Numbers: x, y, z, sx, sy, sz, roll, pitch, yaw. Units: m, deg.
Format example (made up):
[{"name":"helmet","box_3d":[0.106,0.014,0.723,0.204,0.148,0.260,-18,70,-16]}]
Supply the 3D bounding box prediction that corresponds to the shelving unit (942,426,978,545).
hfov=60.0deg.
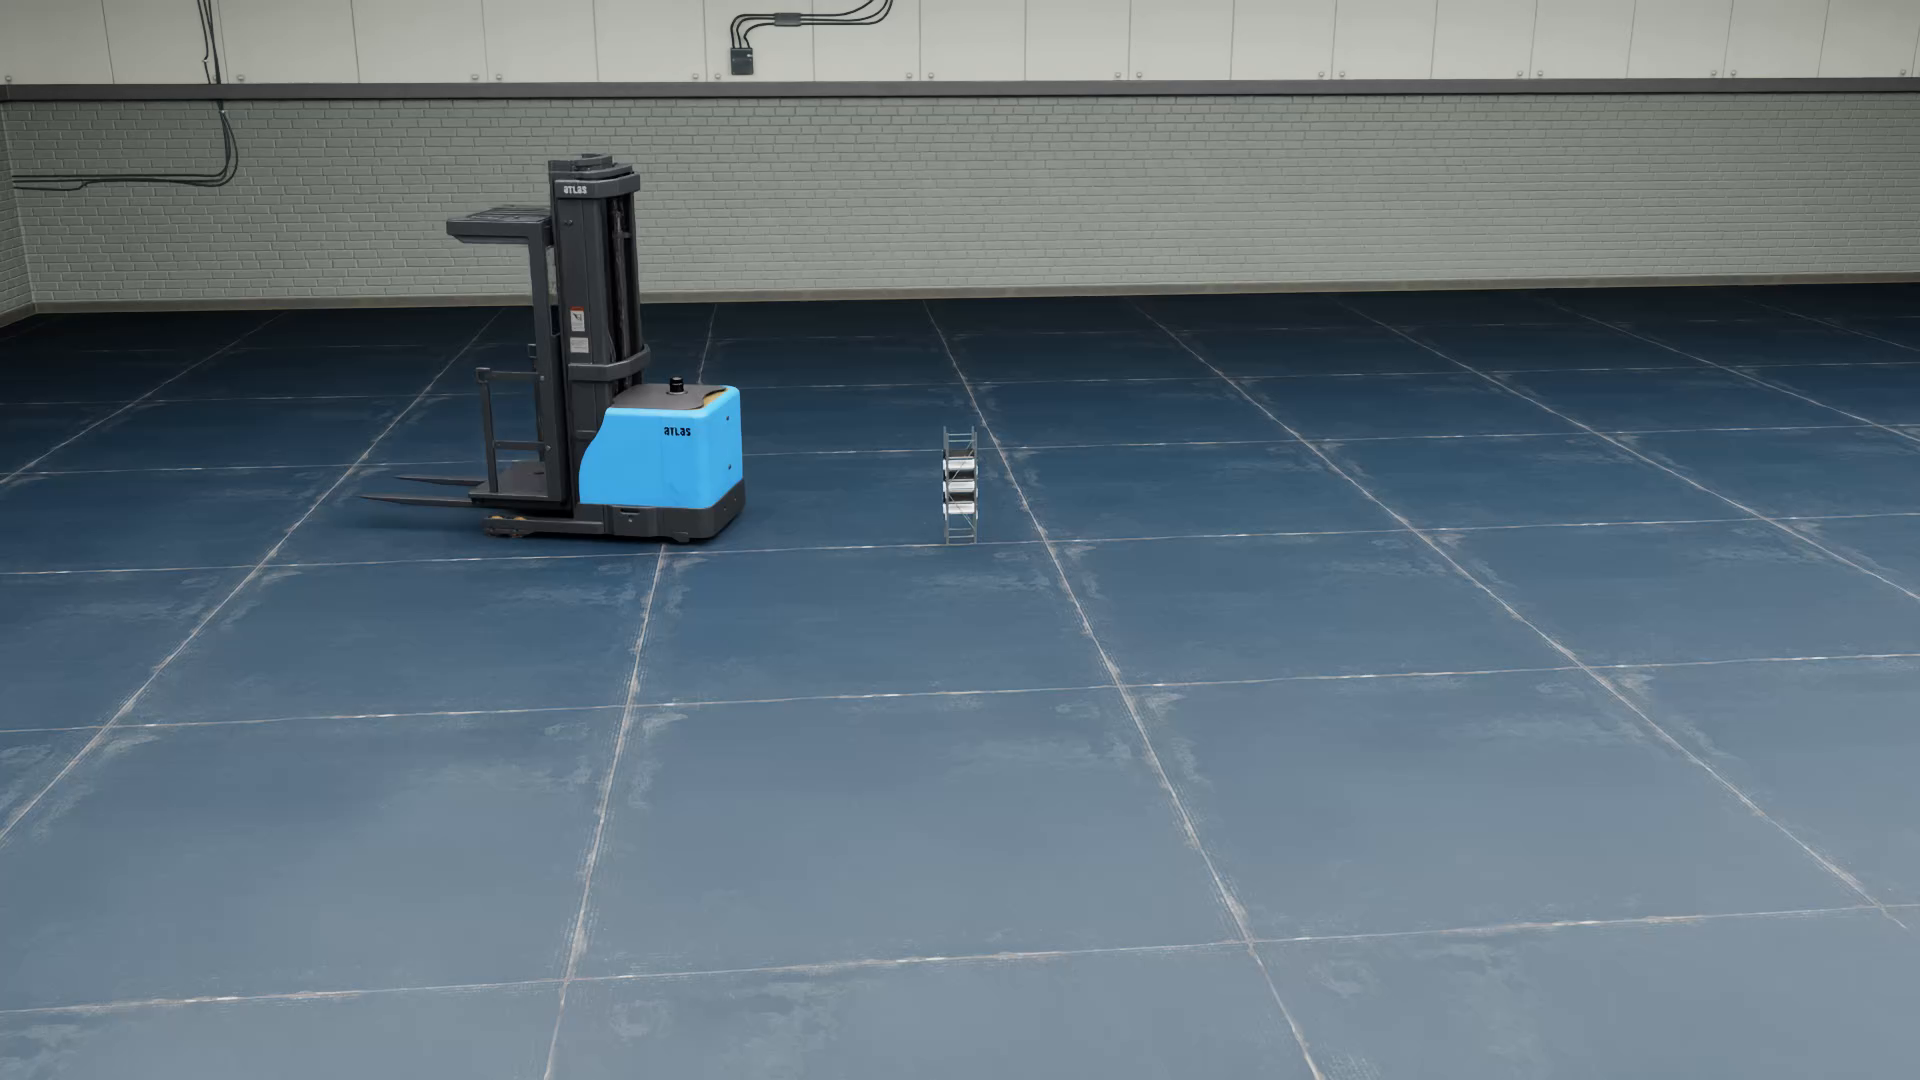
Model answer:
[{"name":"shelving unit","box_3d":[0.001,-0.427,13.035,0.258,0.900,0.210,-2,18,-6]}]

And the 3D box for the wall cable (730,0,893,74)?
[{"name":"wall cable","box_3d":[-2.048,-9.412,22.457,2.305,6.003,0.169,-2,18,-6]}]

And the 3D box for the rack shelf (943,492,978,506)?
[{"name":"rack shelf","box_3d":[0.001,-0.309,13.072,0.258,0.077,0.200,-2,18,-6]}]

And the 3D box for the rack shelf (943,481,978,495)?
[{"name":"rack shelf","box_3d":[0.001,-0.395,13.045,0.258,0.077,0.200,-2,18,-6]}]

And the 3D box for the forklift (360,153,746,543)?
[{"name":"forklift","box_3d":[-3.351,-1.566,13.271,3.031,2.935,1.130,3,18,9]}]

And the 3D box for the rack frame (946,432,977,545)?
[{"name":"rack frame","box_3d":[0.011,-0.397,12.938,0.240,0.900,0.006,-2,18,-6]}]

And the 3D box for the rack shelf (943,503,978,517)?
[{"name":"rack shelf","box_3d":[0.001,-0.223,13.098,0.258,0.077,0.200,-2,18,-6]}]

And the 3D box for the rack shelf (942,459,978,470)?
[{"name":"rack shelf","box_3d":[0.001,-0.567,12.991,0.258,0.077,0.200,-2,18,-6]}]

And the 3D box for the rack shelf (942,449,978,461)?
[{"name":"rack shelf","box_3d":[0.001,-0.653,12.964,0.258,0.077,0.200,-2,18,-6]}]

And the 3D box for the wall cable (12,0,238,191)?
[{"name":"wall cable","box_3d":[-11.492,-6.020,22.512,3.097,2.526,0.112,-2,18,-6]}]

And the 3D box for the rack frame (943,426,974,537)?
[{"name":"rack frame","box_3d":[-0.010,-0.457,13.131,0.240,0.900,0.006,-2,18,-6]}]

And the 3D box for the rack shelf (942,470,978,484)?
[{"name":"rack shelf","box_3d":[0.001,-0.481,13.018,0.258,0.077,0.200,-2,18,-6]}]
